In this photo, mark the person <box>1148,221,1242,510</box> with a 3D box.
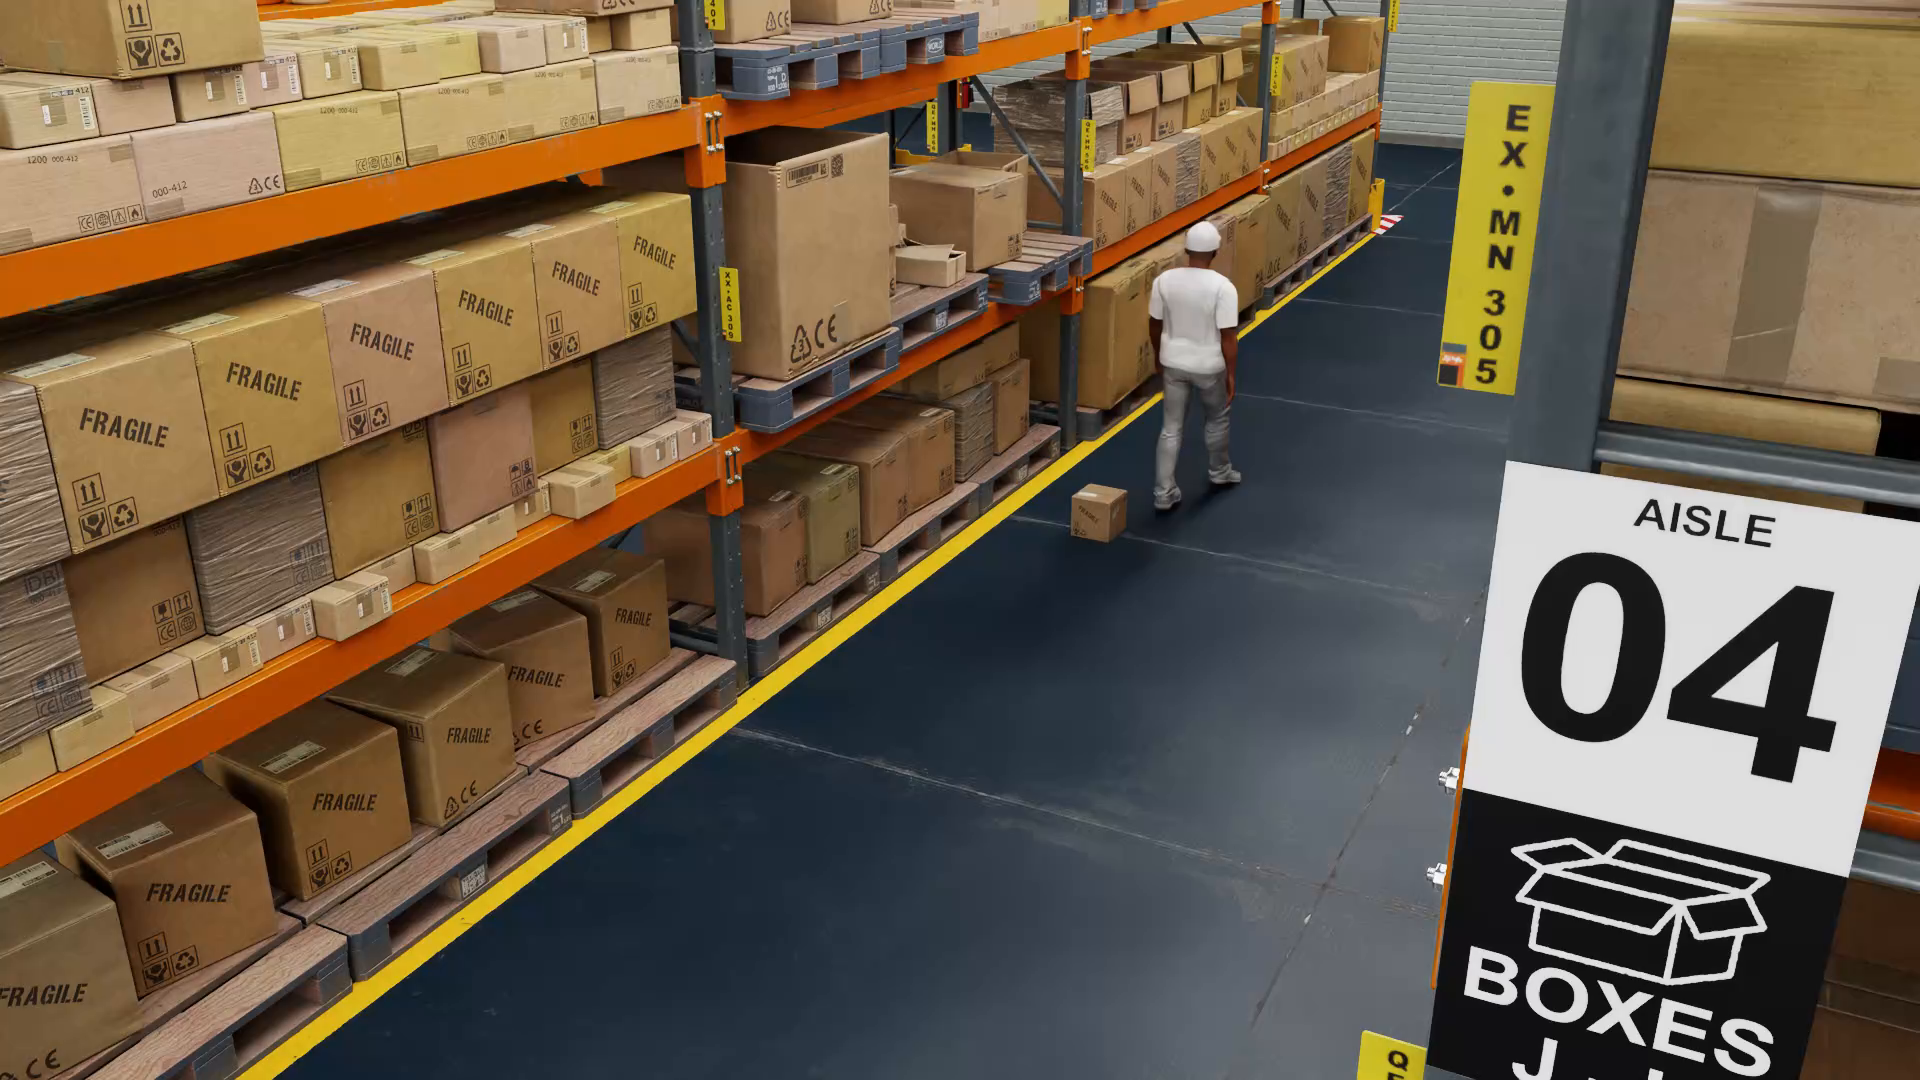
[{"bbox_3d":[1.459,-1.097,10.182,0.611,1.751,0.887,10,25,23],"label":"person"}]
